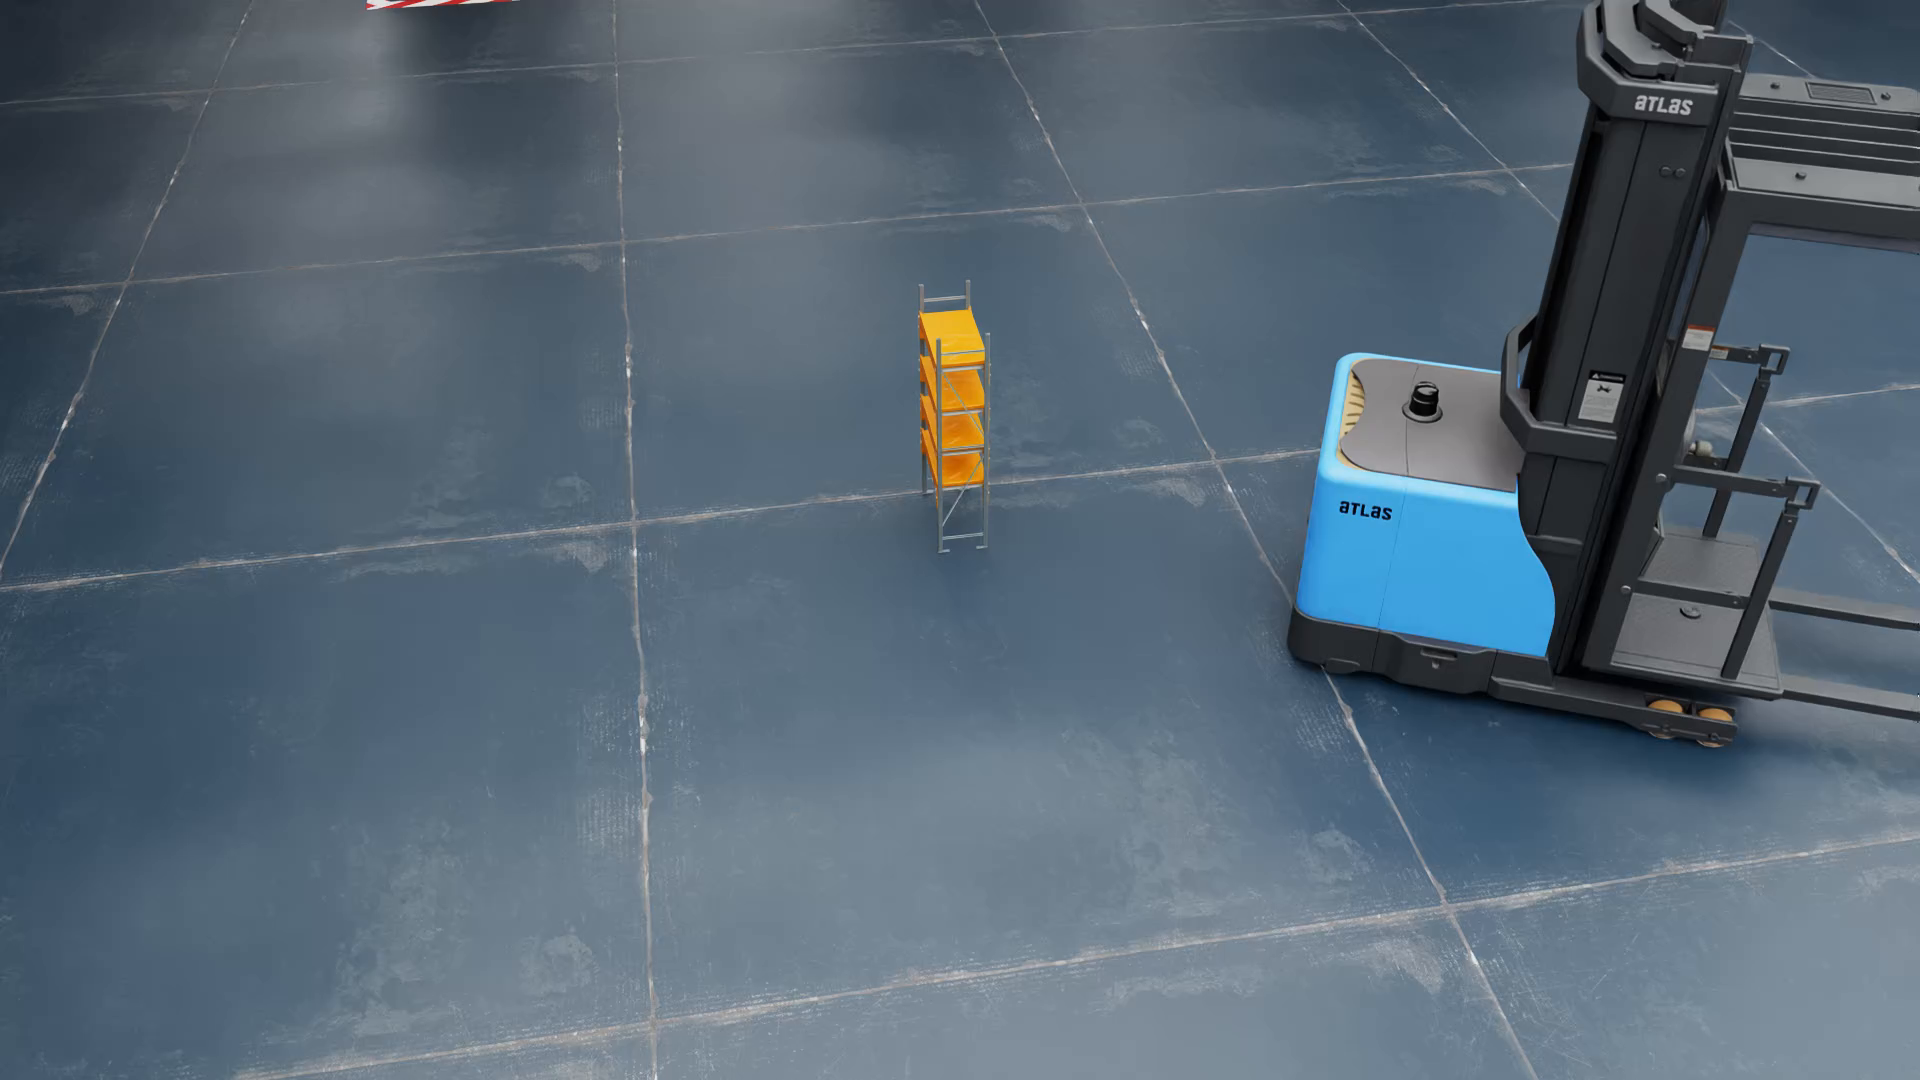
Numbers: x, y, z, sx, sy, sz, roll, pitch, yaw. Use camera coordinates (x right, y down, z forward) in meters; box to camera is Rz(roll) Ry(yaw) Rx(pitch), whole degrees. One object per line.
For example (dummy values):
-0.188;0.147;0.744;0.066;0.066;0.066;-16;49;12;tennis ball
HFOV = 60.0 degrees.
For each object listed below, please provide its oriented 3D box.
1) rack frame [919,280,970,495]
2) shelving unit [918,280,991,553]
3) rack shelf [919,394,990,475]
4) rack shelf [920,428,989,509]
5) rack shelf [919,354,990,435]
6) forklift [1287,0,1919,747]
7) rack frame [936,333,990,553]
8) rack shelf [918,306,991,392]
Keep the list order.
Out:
-0.072;-0.721;8.100;0.240;1.200;0.015;-6;38;-8;rack frame
-0.029;-0.574;7.911;0.258;1.200;0.503;-6;38;-8;shelving unit
-0.029;-0.521;7.952;0.258;0.148;0.480;-6;38;-8;rack shelf
-0.029;-0.364;8.074;0.258;0.148;0.480;-6;38;-8;rack shelf
-0.029;-0.697;7.815;0.258;0.148;0.480;-6;38;-8;rack shelf
3.035;-0.647;6.593;3.031;2.935;1.130;10;39;12;forklift
0.014;-0.426;7.721;0.240;1.200;0.015;-6;38;-8;rack frame
-0.029;-0.884;7.669;0.258;0.148;0.480;-6;38;-8;rack shelf
